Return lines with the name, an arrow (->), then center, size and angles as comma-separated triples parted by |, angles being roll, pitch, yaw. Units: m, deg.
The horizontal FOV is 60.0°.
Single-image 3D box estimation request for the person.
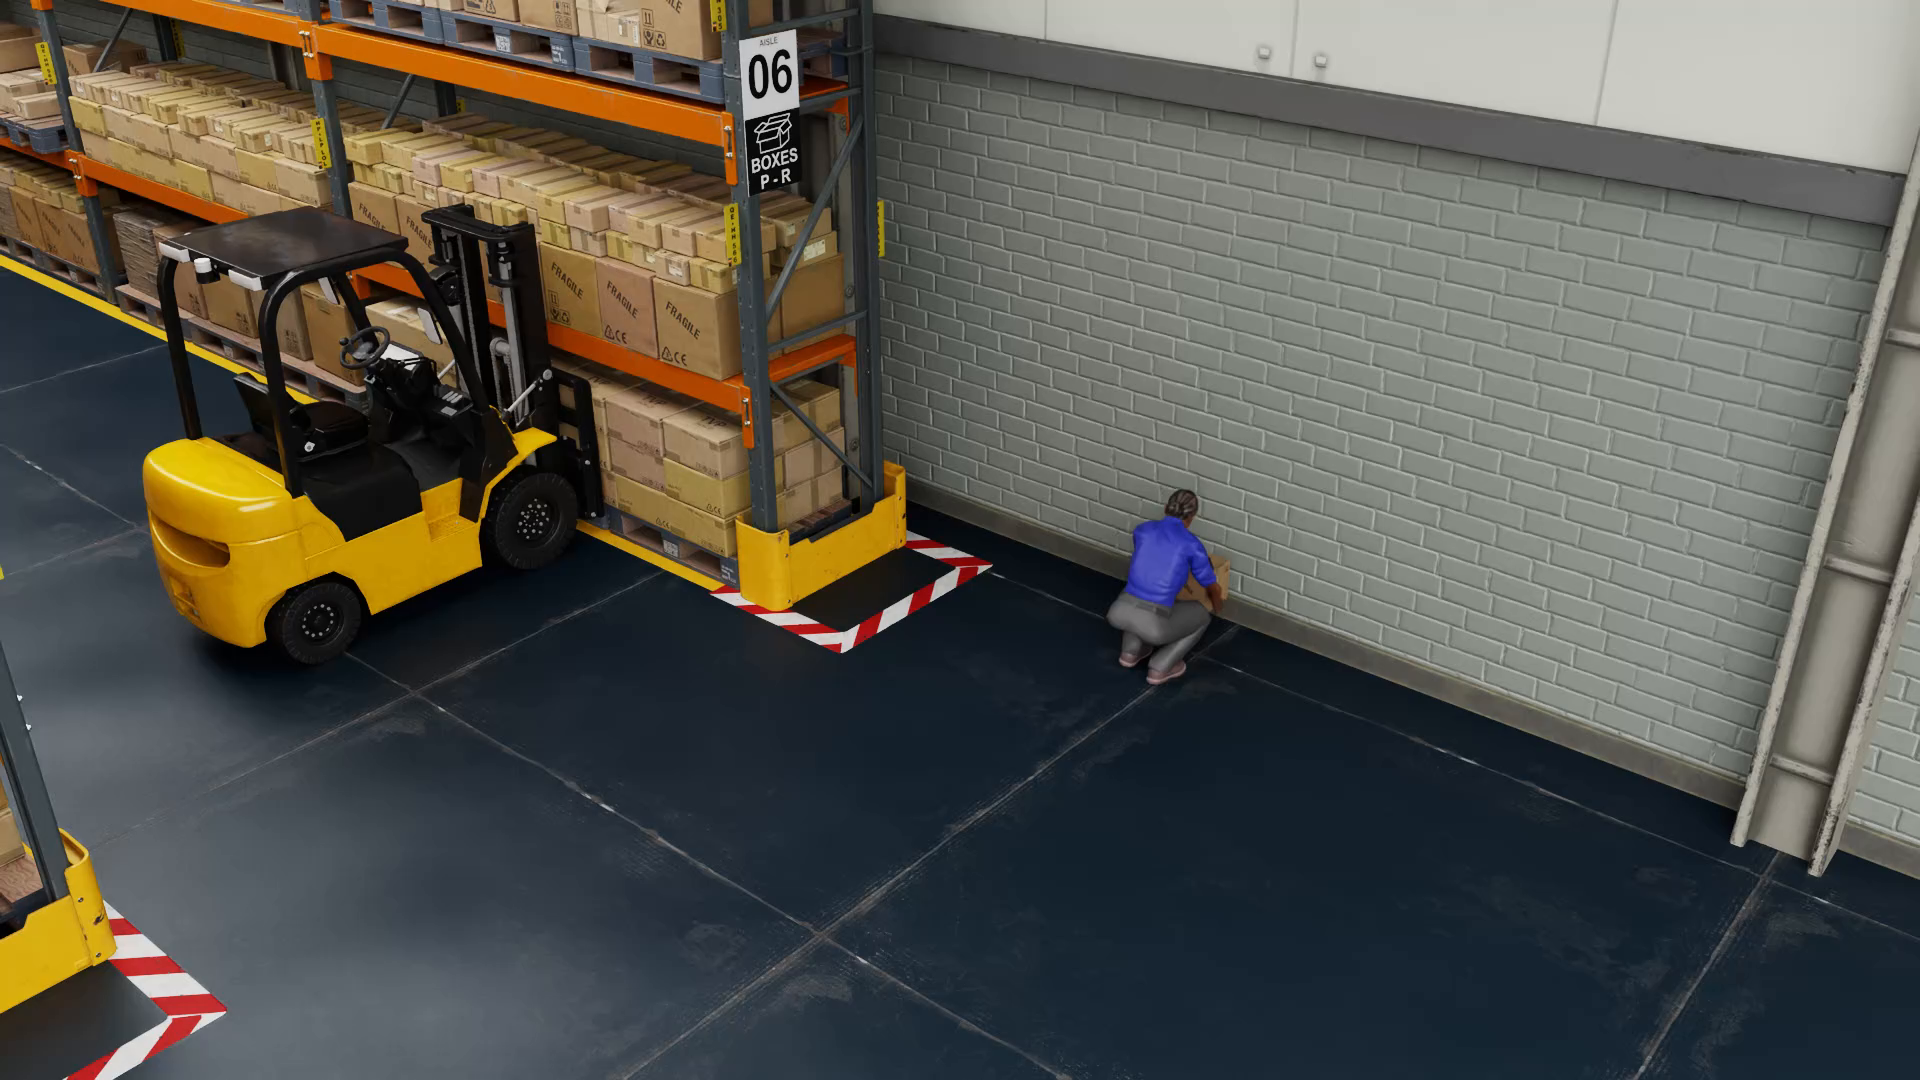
person -> 1.114, 0.228, 8.975 | 0.463, 0.947, 0.841 | 20, 34, 33
